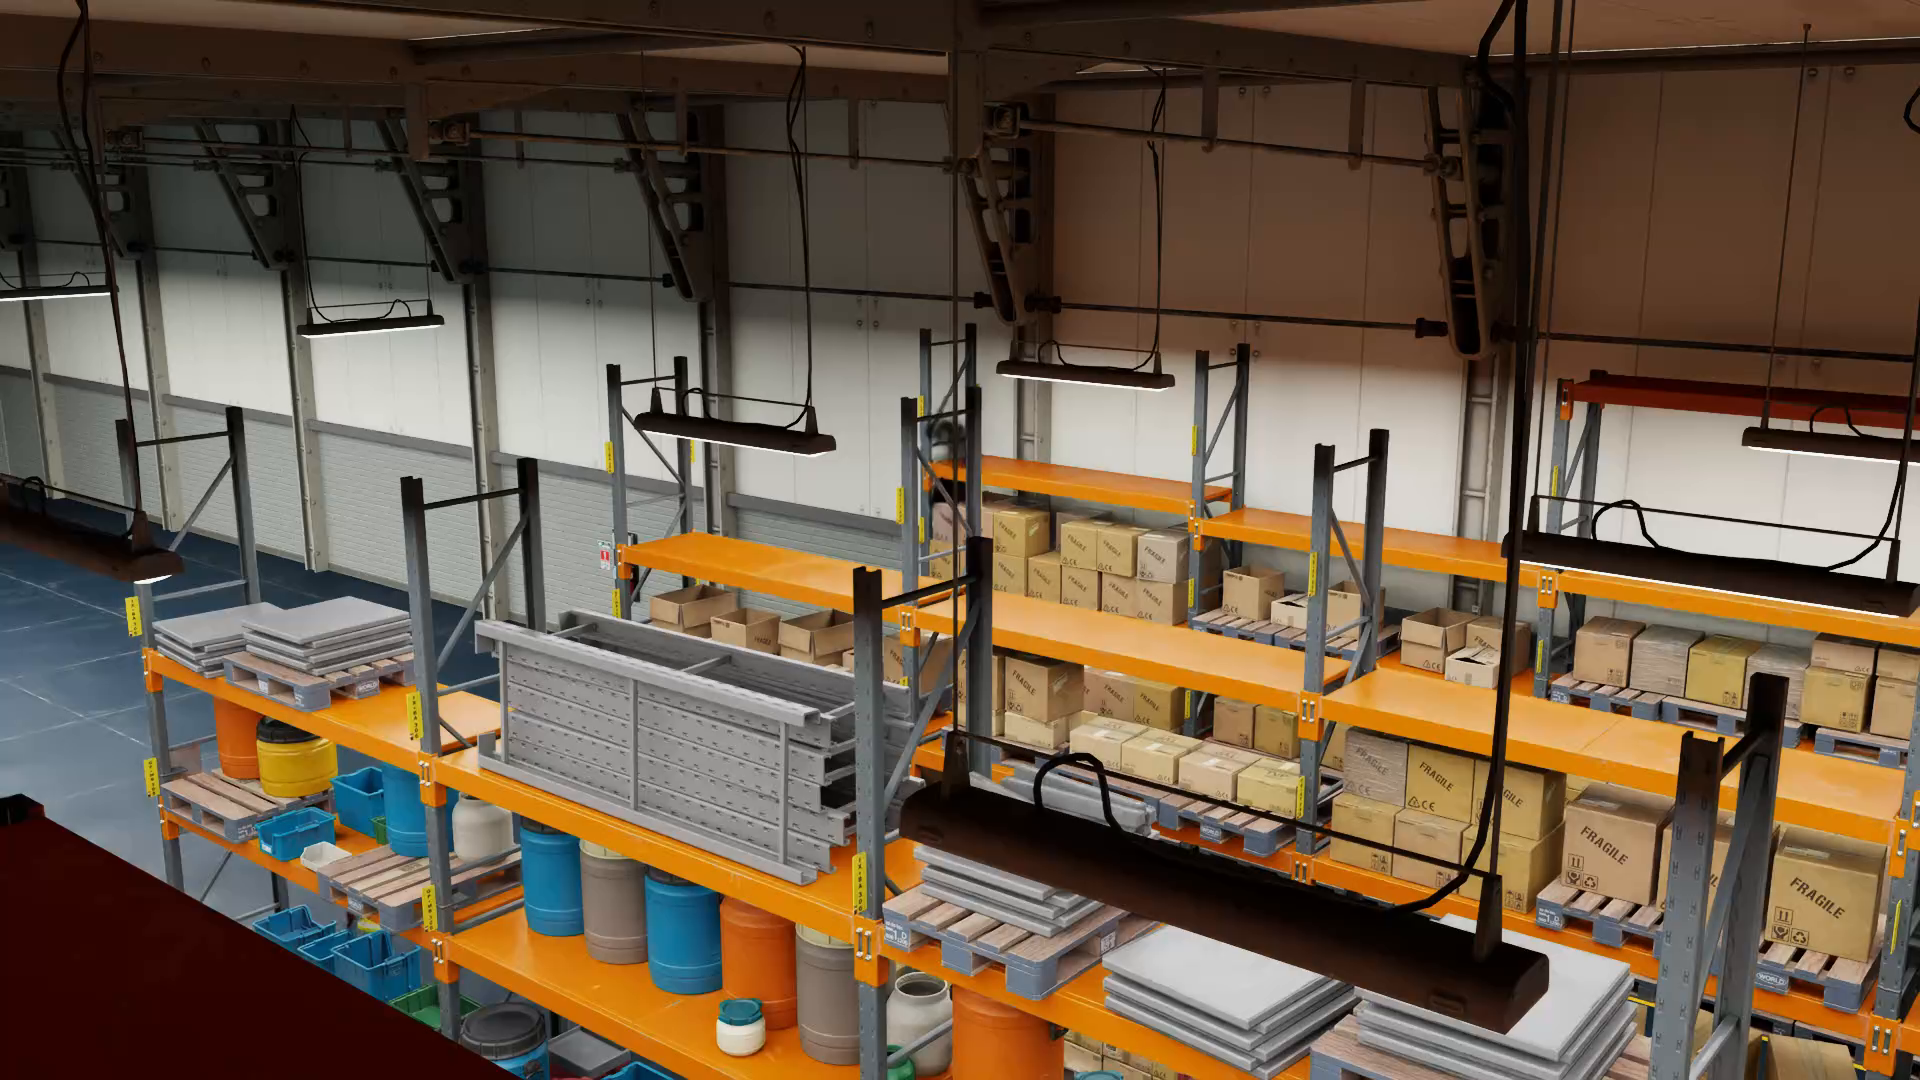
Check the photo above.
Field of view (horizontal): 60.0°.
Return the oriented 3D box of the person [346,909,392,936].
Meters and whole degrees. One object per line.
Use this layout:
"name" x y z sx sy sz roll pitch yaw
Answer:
"person" -5.637 3.668 16.065 0.580 1.726 0.724 9 16 35
